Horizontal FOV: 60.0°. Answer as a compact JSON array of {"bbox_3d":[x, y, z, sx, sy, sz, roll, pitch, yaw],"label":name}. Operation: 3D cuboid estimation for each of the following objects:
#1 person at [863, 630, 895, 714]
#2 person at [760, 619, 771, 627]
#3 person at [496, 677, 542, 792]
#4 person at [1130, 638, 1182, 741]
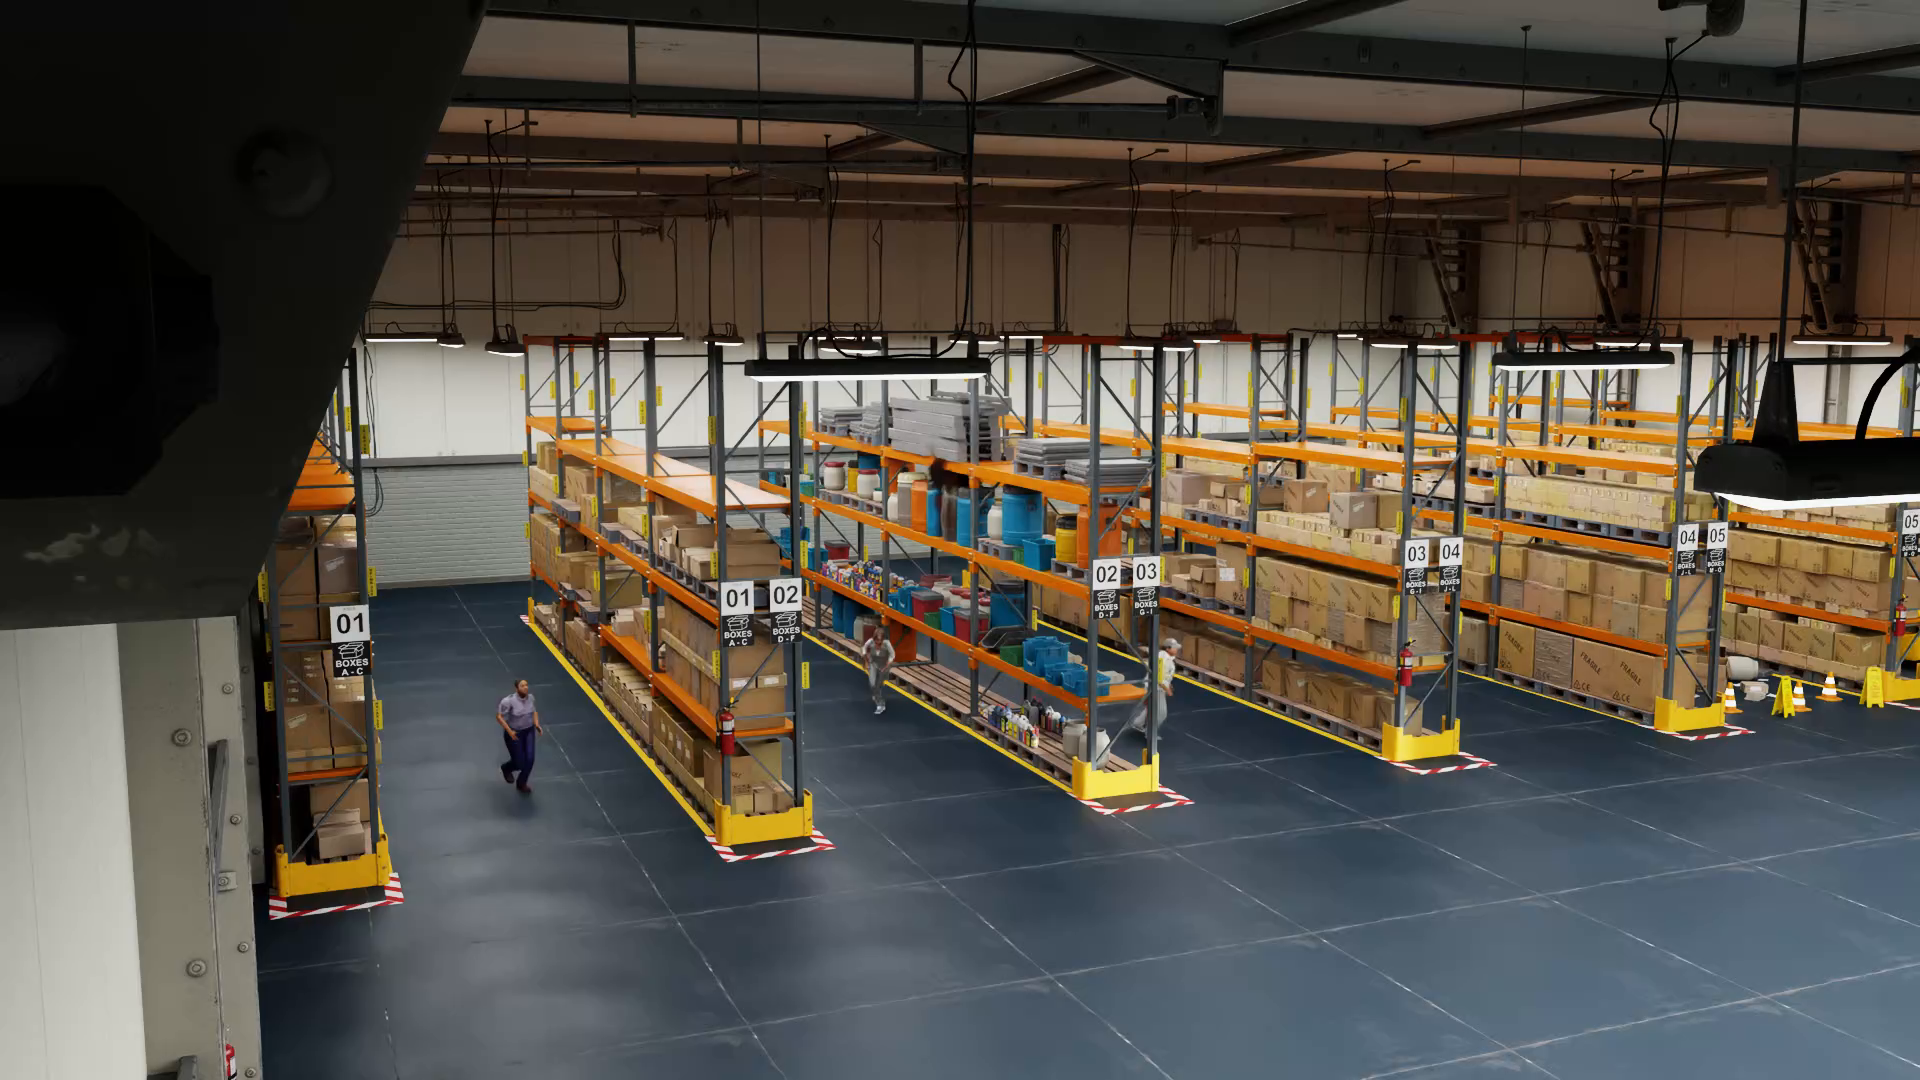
[{"bbox_3d":[-1.309,2.084,26.987,0.534,1.394,1.033,0,8,0],"label":"person"},{"bbox_3d":[-3.325,1.544,29.783,0.653,1.699,0.737,-6,10,-39],"label":"person"},{"bbox_3d":[-5.936,2.607,22.326,0.606,1.560,0.593,-7,10,-43],"label":"person"},{"bbox_3d":[2.941,2.241,25.023,0.809,1.604,0.611,2,8,18],"label":"person"}]
